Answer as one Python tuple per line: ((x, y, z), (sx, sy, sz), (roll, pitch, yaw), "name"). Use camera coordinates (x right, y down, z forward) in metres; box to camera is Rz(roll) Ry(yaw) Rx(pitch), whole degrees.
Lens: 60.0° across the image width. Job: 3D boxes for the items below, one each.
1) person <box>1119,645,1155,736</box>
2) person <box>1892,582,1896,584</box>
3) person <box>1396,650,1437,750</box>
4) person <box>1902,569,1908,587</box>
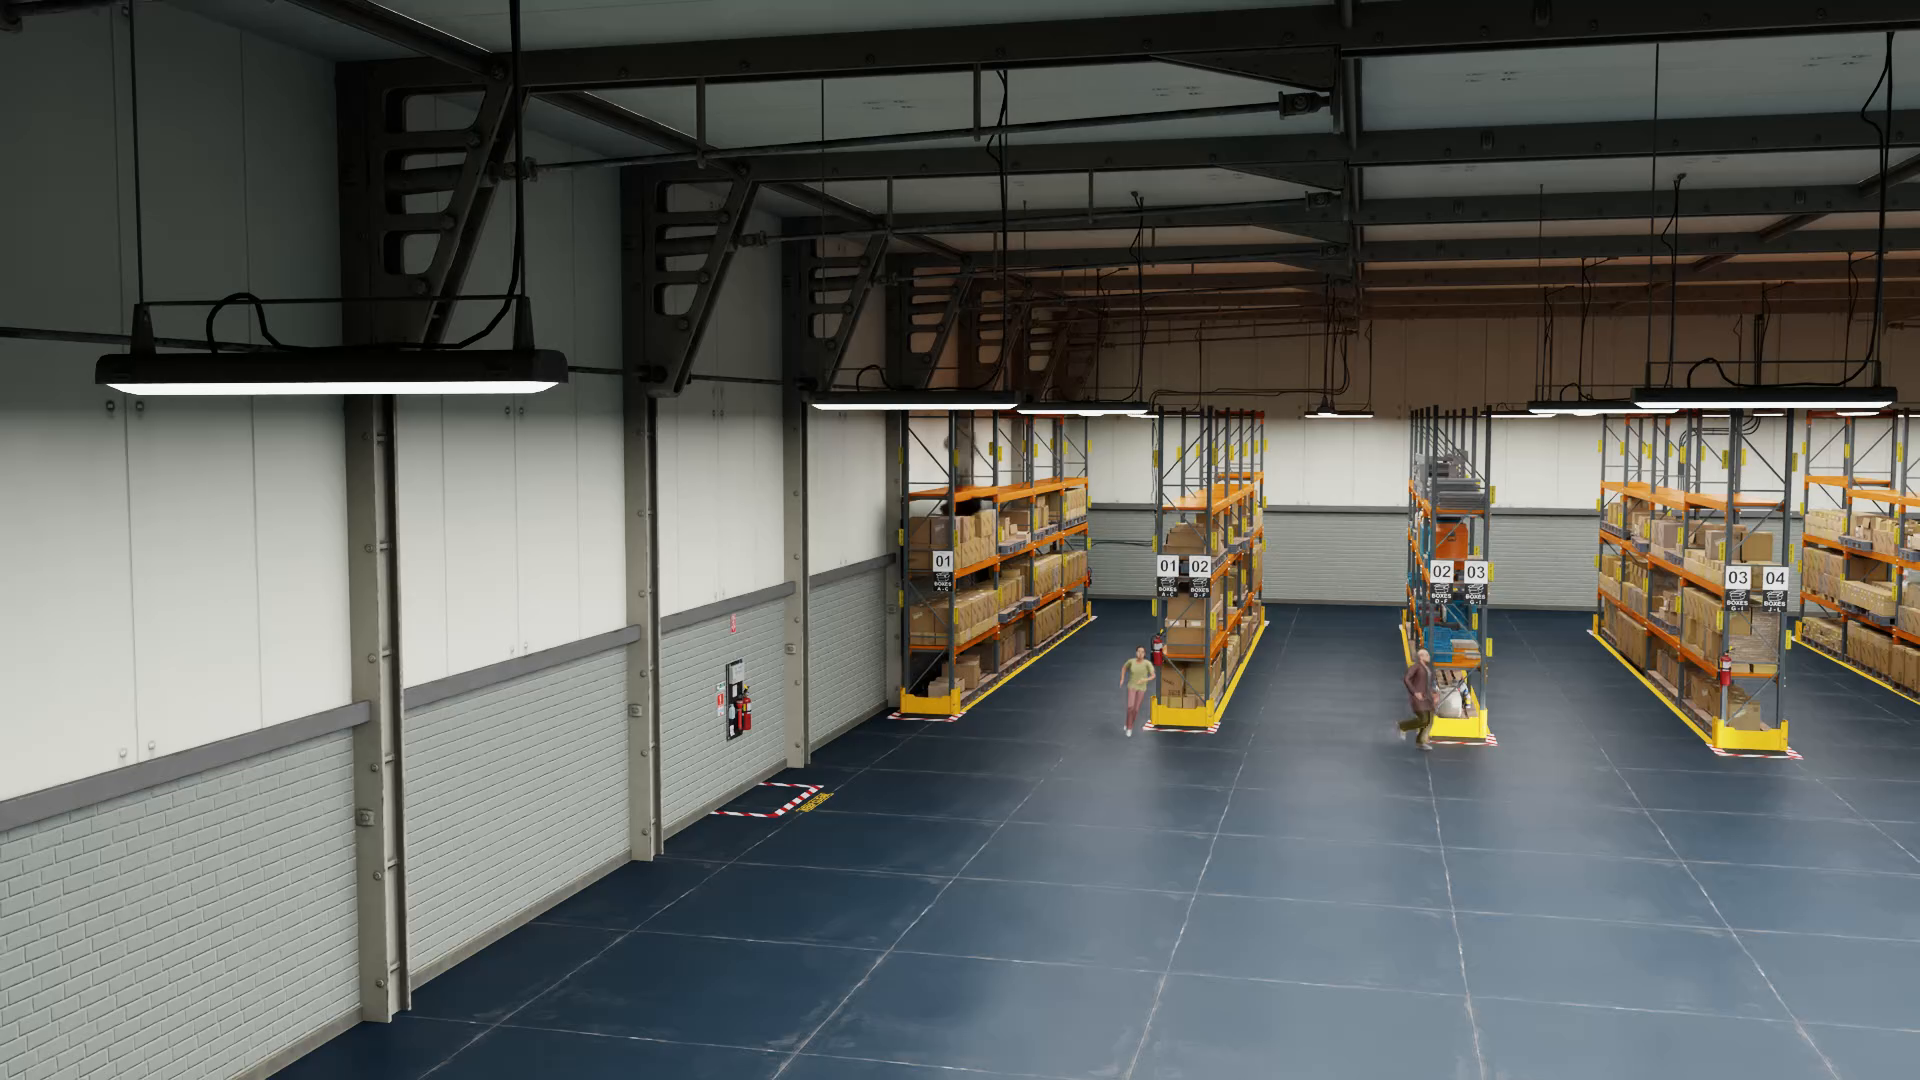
((3.237, 2.761, 30.393), (0.646, 1.666, 0.642), (0, 4, 5), "person")
((23.725, 1.830, 42.477), (0.627, 1.664, 0.869), (1, 4, 7), "person")
((8.099, 2.776, 29.165), (0.759, 1.703, 0.740), (-4, 6, -43), "person")
((24.995, 1.672, 44.228), (0.717, 1.796, 0.627), (0, 4, -1), "person")
